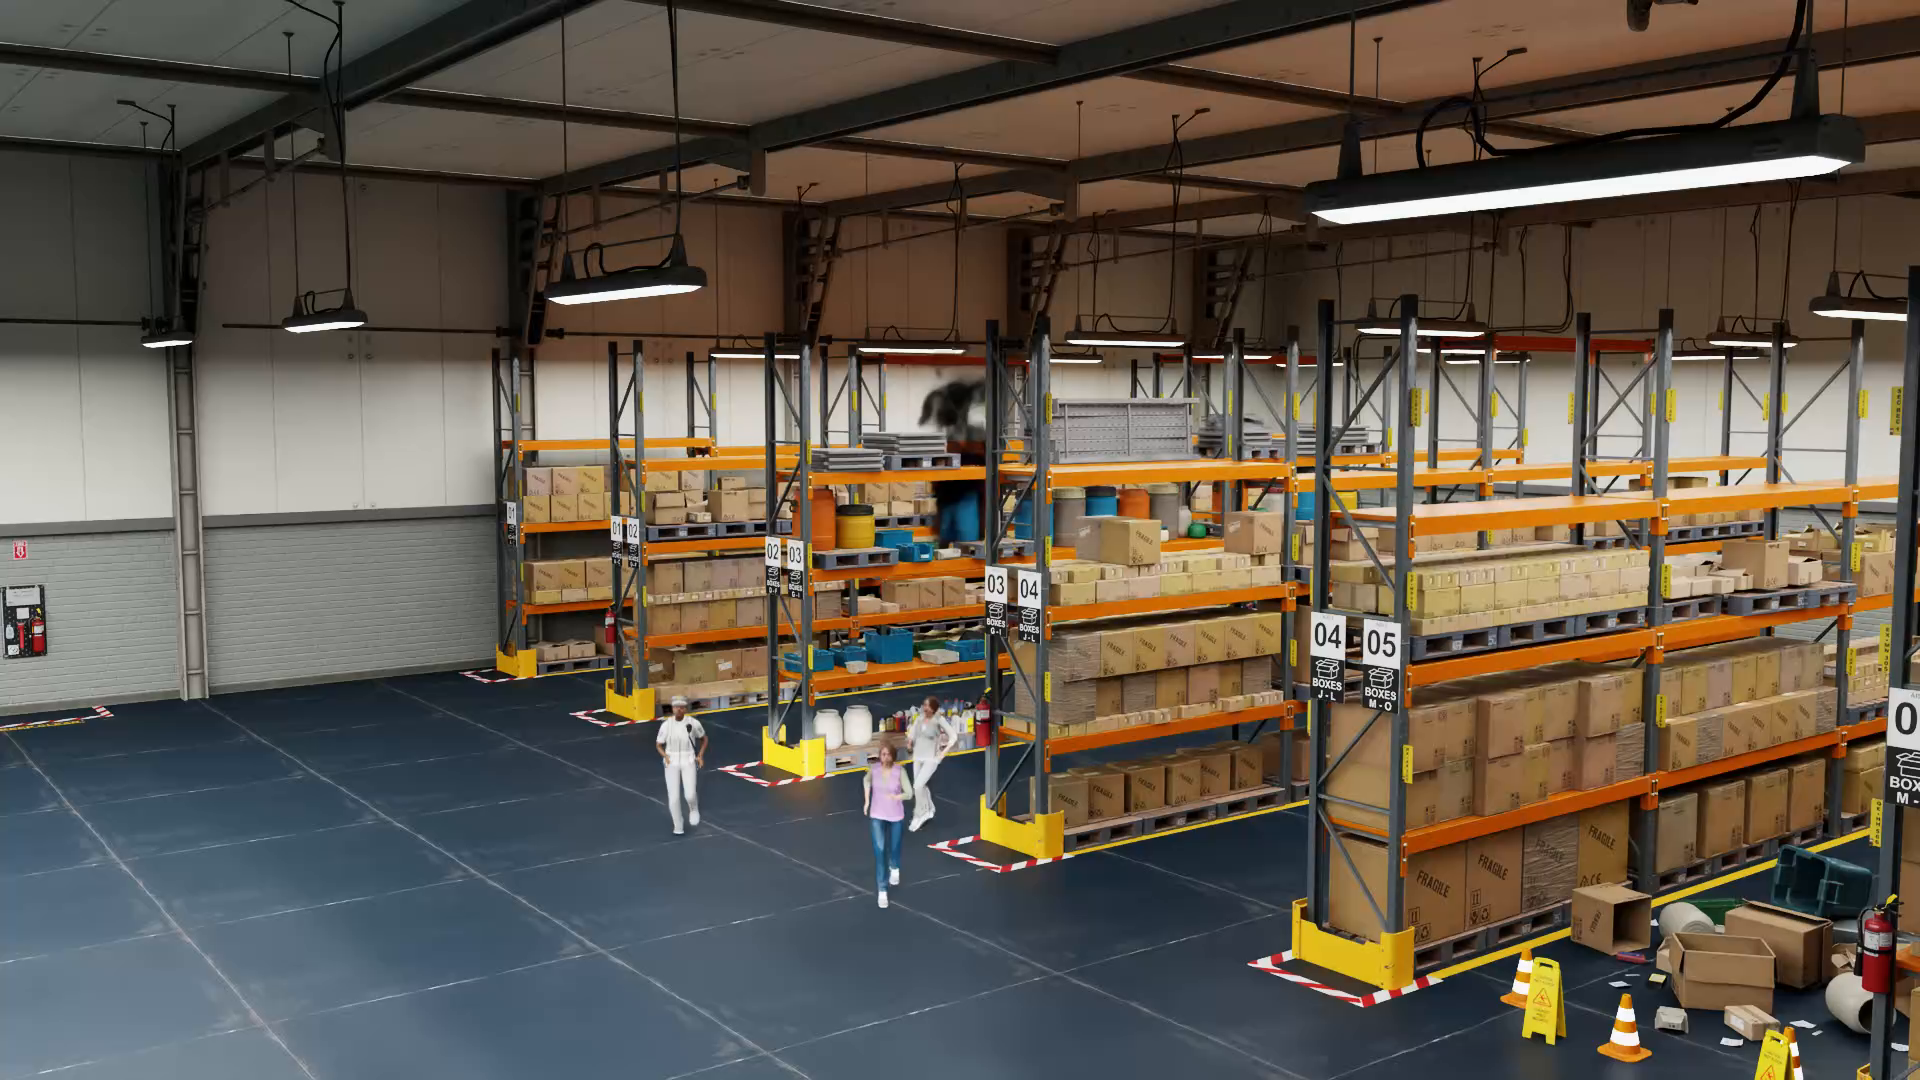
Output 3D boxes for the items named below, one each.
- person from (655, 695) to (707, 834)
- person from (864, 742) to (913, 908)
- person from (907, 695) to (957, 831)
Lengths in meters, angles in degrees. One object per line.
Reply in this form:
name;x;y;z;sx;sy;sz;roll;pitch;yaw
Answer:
person;-3.265;2.634;19.466;0.601;1.644;0.559;-1;5;-6
person;-0.737;2.850;17.012;0.520;1.612;0.842;0;5;1
person;-0.383;2.649;19.779;0.607;1.617;0.568;4;6;38
